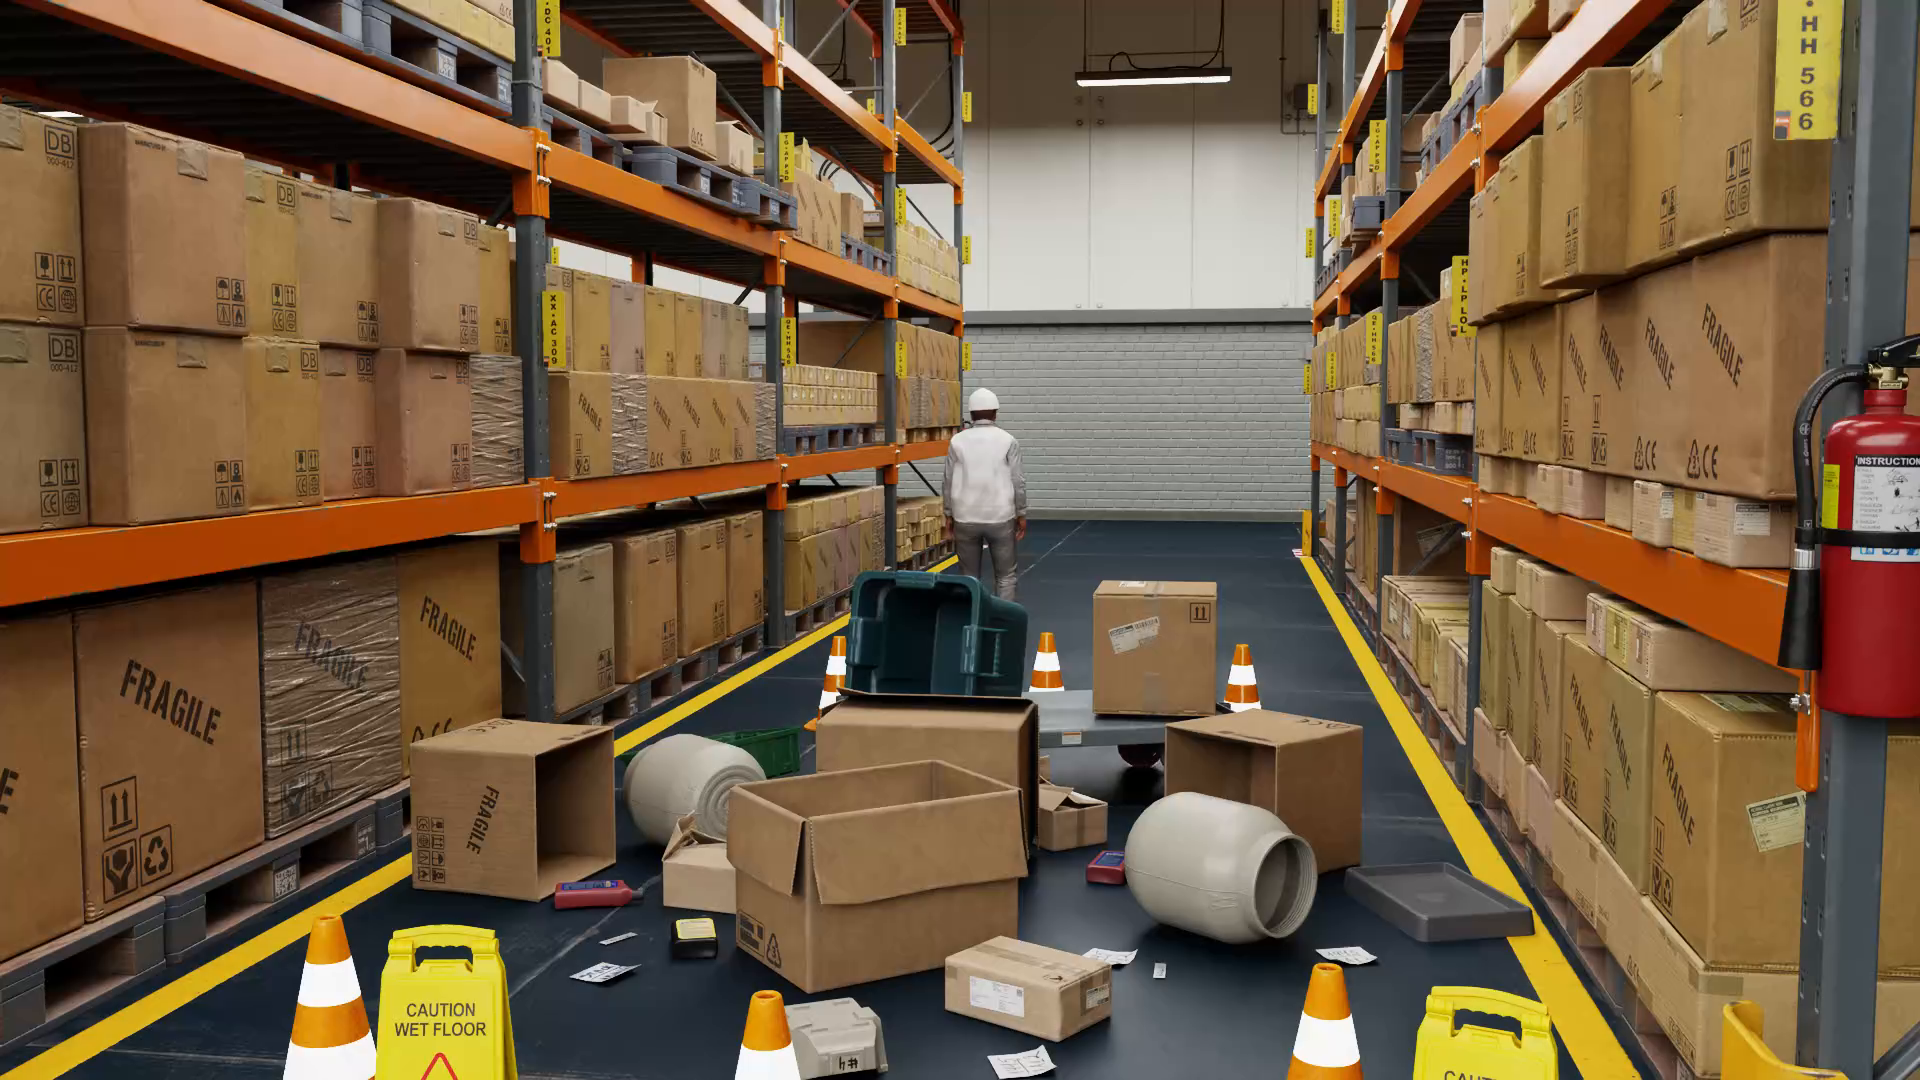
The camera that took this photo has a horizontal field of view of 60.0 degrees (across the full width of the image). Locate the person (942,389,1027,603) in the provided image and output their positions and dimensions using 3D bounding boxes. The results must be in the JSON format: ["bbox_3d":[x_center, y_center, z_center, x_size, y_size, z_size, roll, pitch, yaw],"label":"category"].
[{"bbox_3d":[0.171,-0.149,11.393,0.580,1.771,0.466,1,4,9],"label":"person"}]
